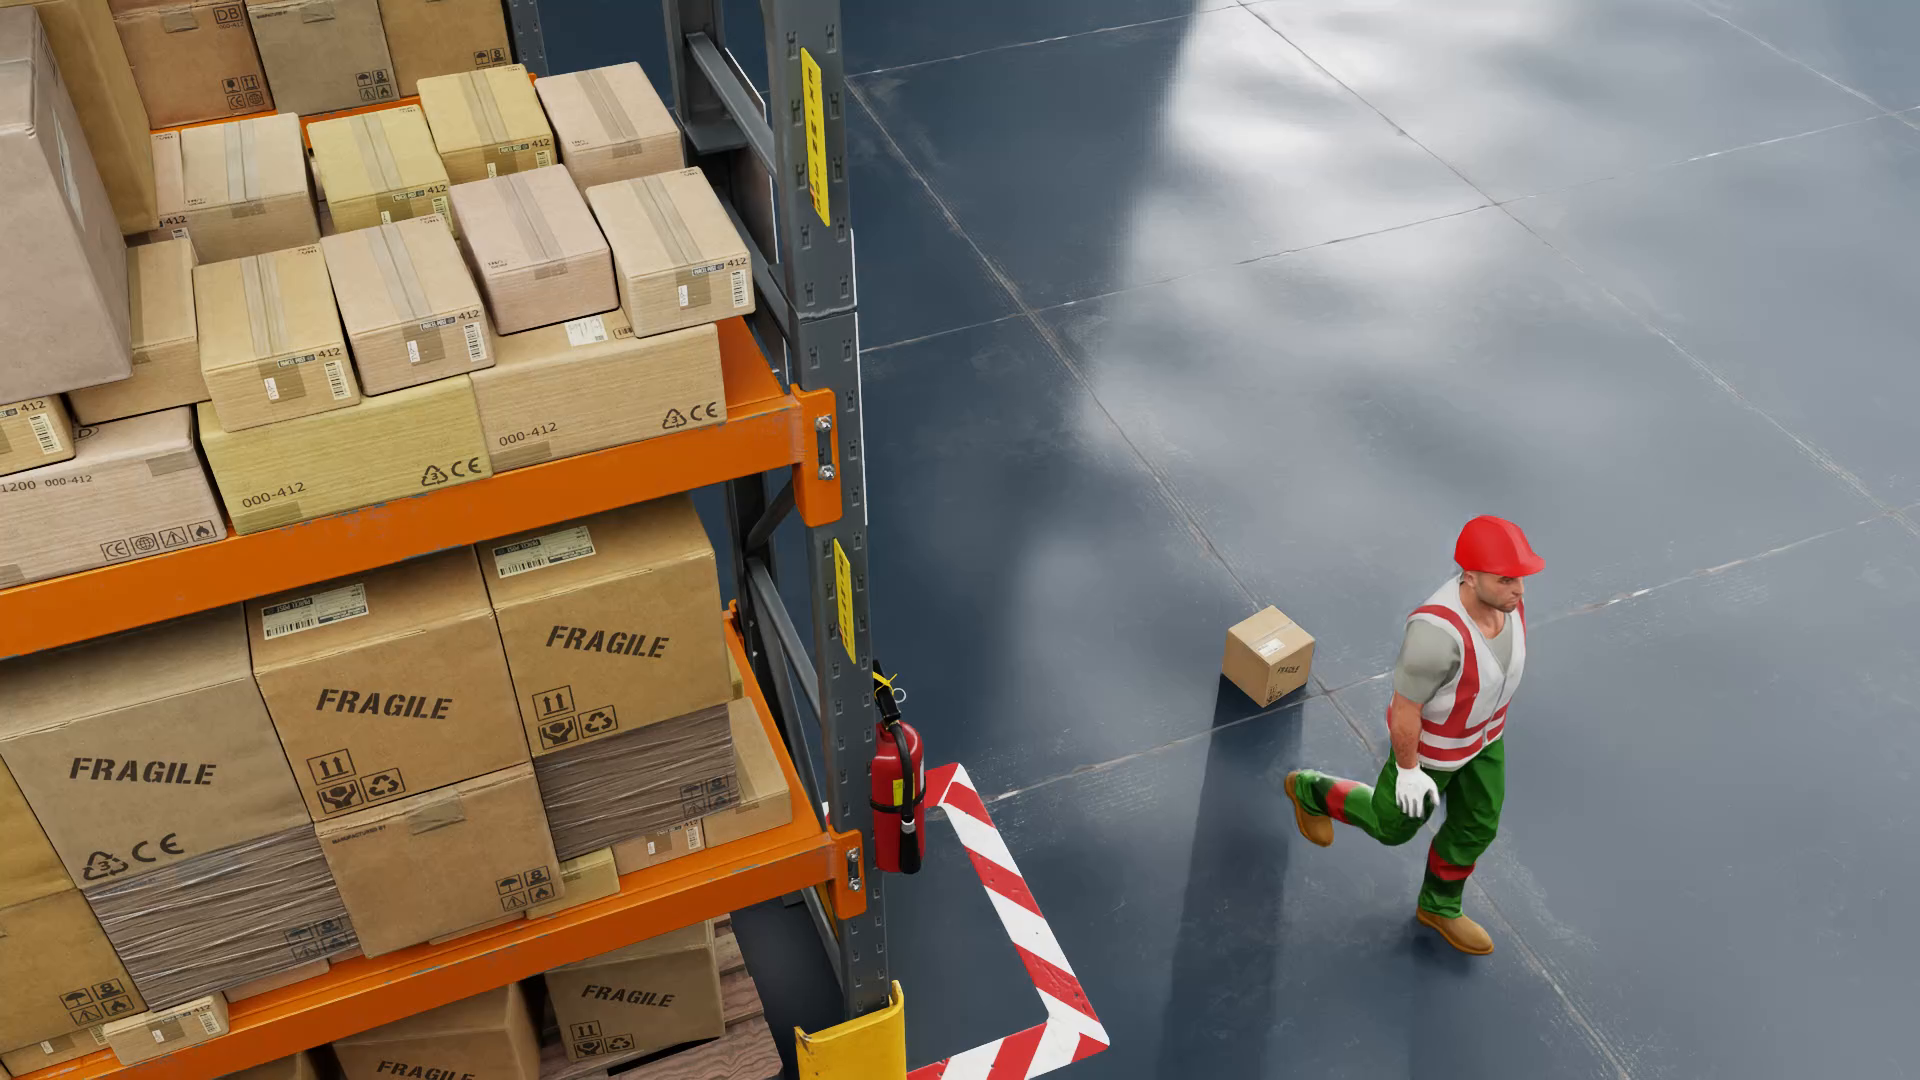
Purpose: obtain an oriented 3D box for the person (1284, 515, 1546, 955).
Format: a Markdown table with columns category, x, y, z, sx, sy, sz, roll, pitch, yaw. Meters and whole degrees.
| category | x | y | z | sx | sy | sz | roll | pitch | yaw |
| --- | --- | --- | --- | --- | --- | --- | --- | --- | --- |
| person | 1.534 | 0.596 | 5.458 | 0.543 | 1.764 | 0.887 | -28 | 48 | -28 |
